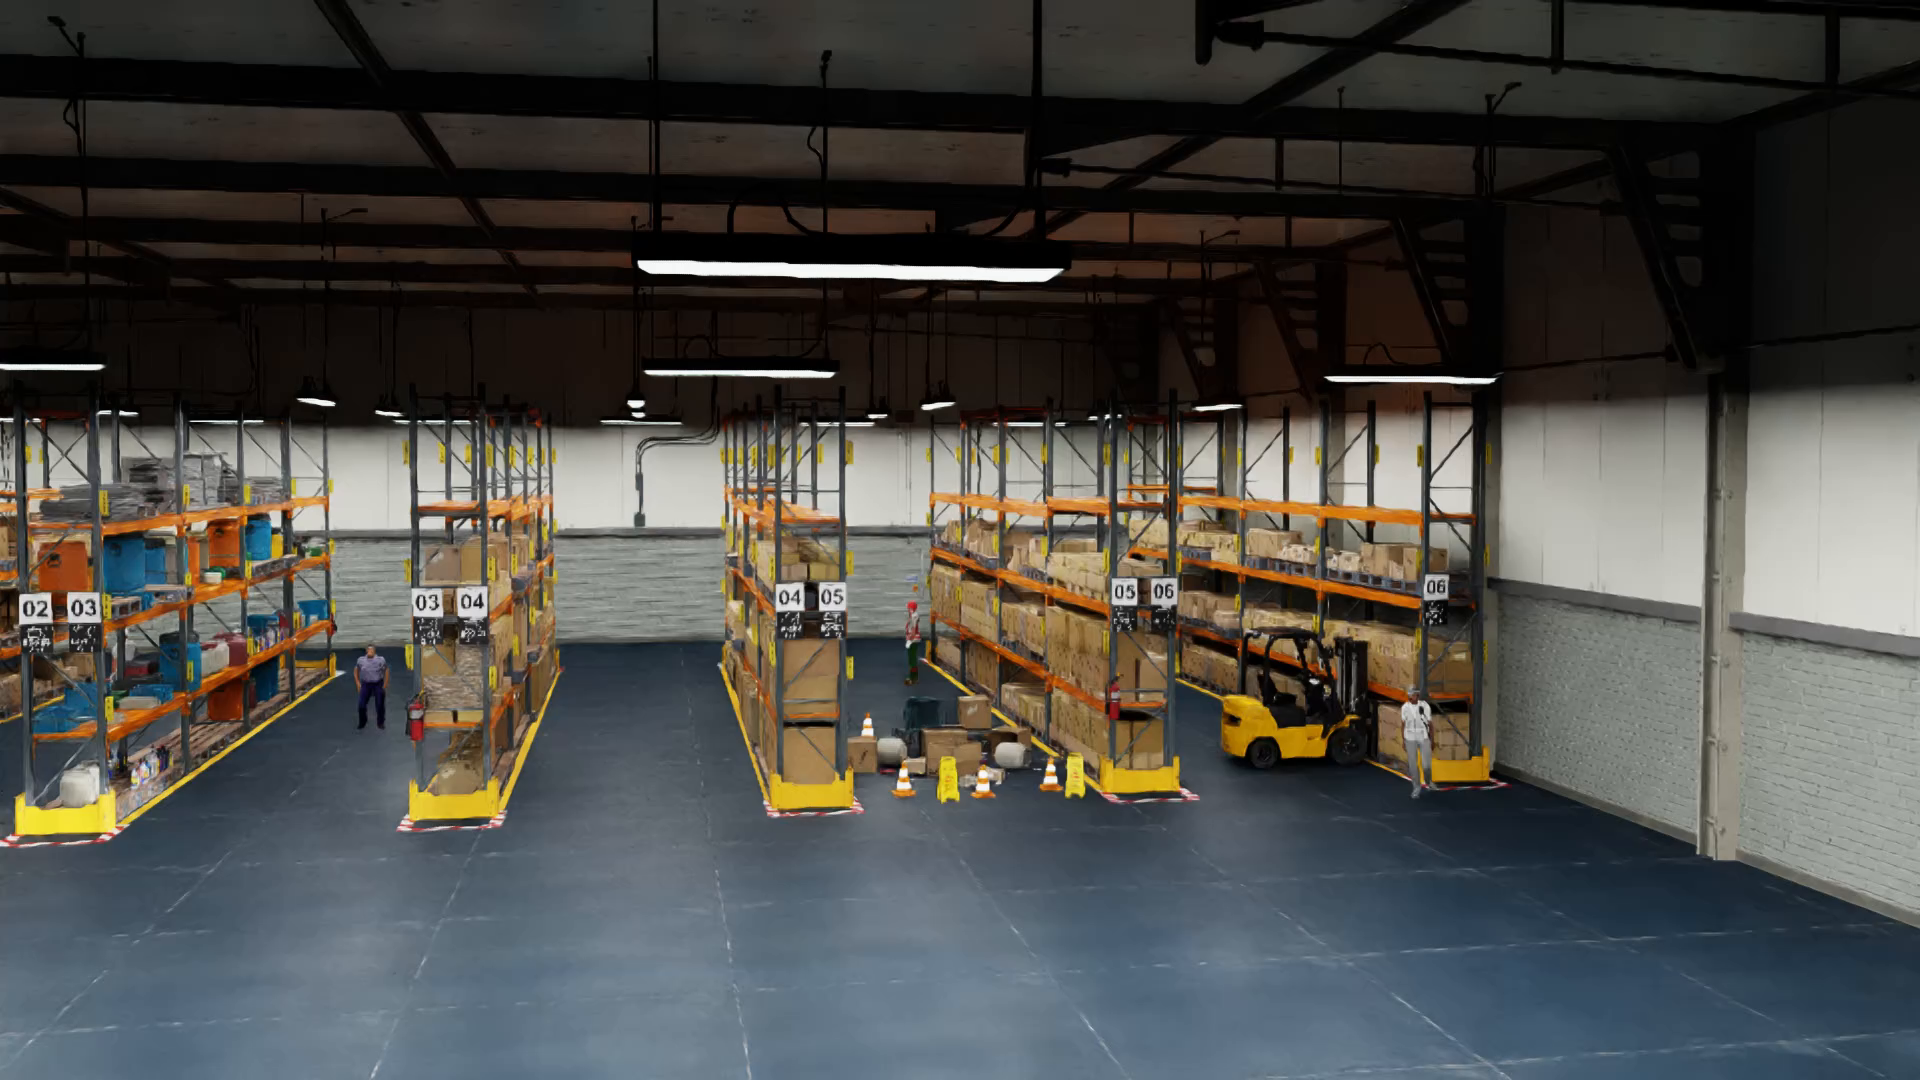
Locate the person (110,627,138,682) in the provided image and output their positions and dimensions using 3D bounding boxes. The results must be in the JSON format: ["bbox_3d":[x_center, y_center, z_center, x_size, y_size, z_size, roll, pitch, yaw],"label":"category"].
[{"bbox_3d":[-15.714,2.513,31.250,0.581,1.785,0.664,1,3,13],"label":"person"}]

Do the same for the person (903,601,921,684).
[{"bbox_3d":[-1.065,2.253,36.637,0.398,1.826,0.587,0,3,5],"label":"person"}]

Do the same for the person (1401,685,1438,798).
[{"bbox_3d":[6.749,2.934,24.415,0.524,1.669,0.525,1,3,27],"label":"person"}]

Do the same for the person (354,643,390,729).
[{"bbox_3d":[-10.754,2.679,30.410,0.625,1.580,0.517,-1,3,-13],"label":"person"}]
